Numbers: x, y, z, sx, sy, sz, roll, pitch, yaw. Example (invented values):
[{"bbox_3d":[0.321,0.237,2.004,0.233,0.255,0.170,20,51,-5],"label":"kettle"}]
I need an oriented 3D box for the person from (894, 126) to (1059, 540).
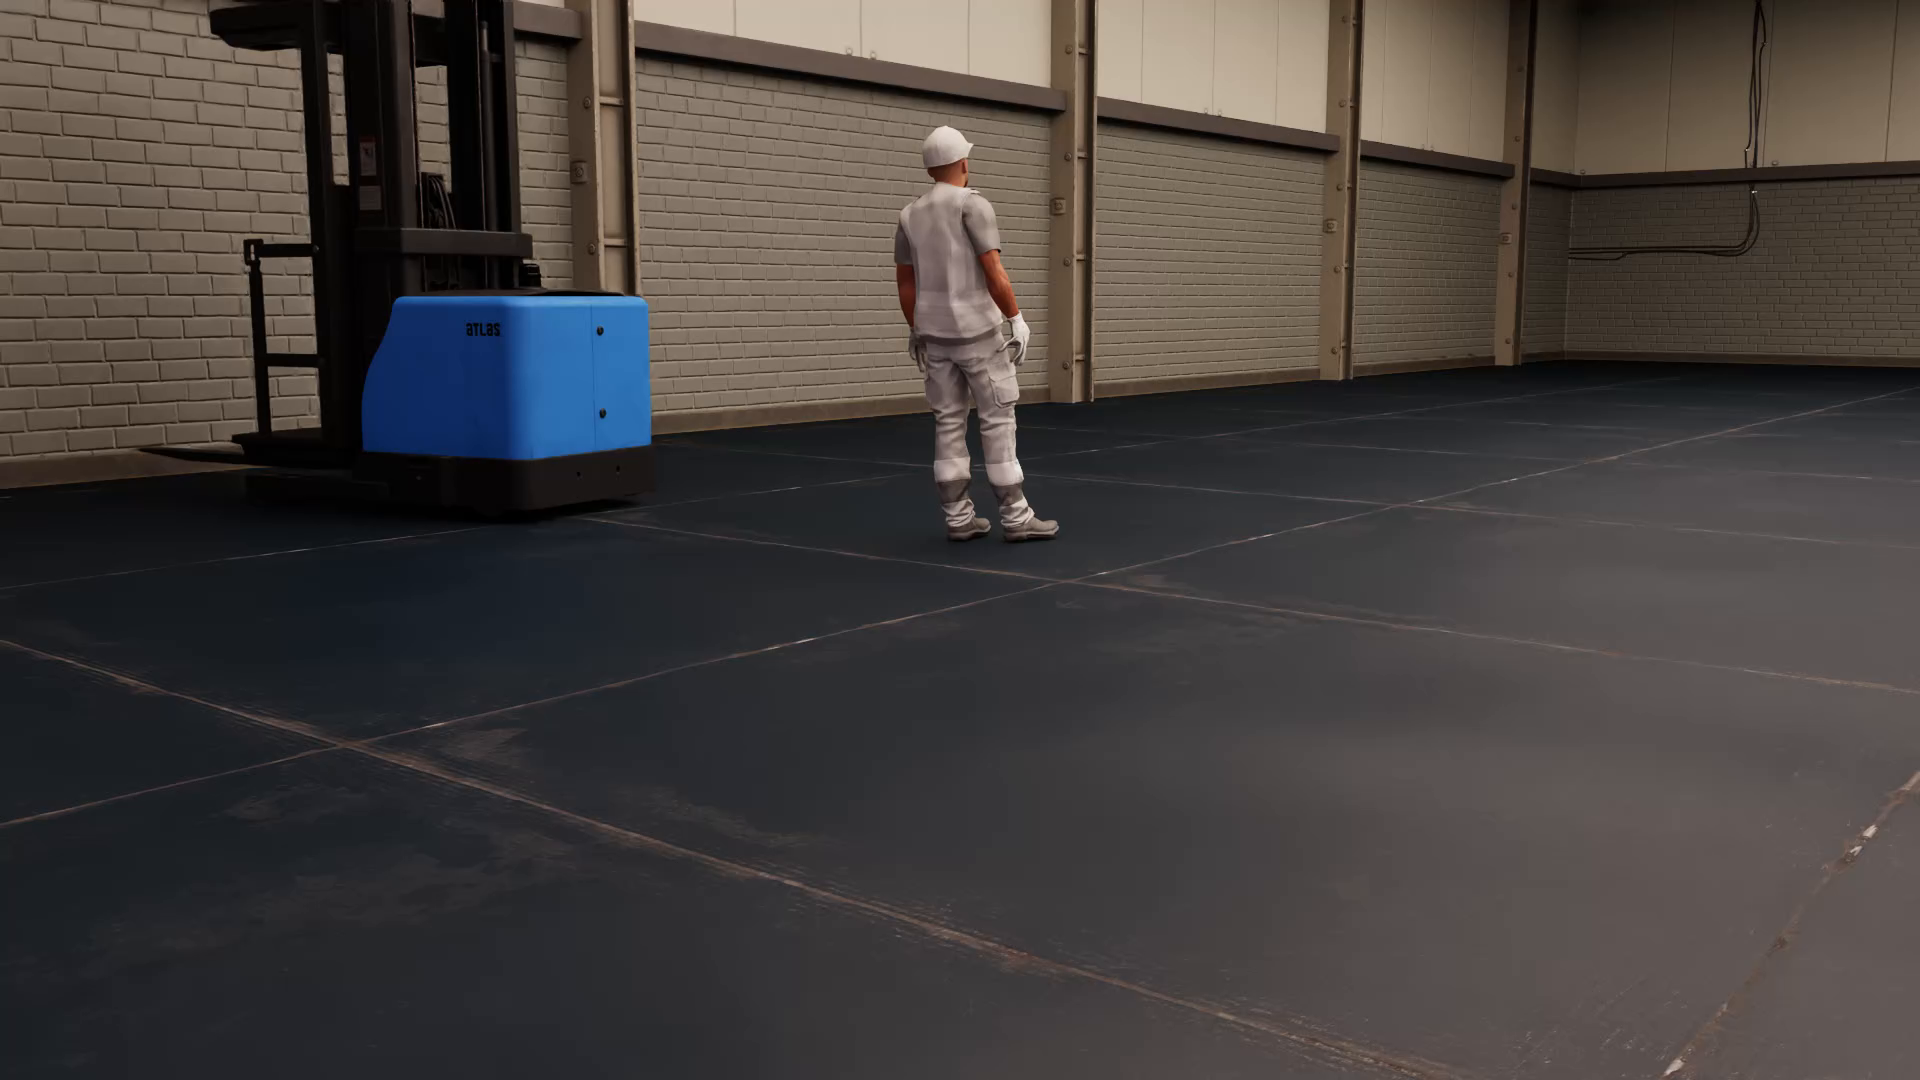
[{"bbox_3d":[0.059,-0.900,7.330,0.638,1.789,0.562,7,11,38],"label":"person"}]

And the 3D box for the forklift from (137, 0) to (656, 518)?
[{"bbox_3d":[-3.136,-1.681,8.769,3.031,2.935,1.130,4,9,27],"label":"forklift"}]
